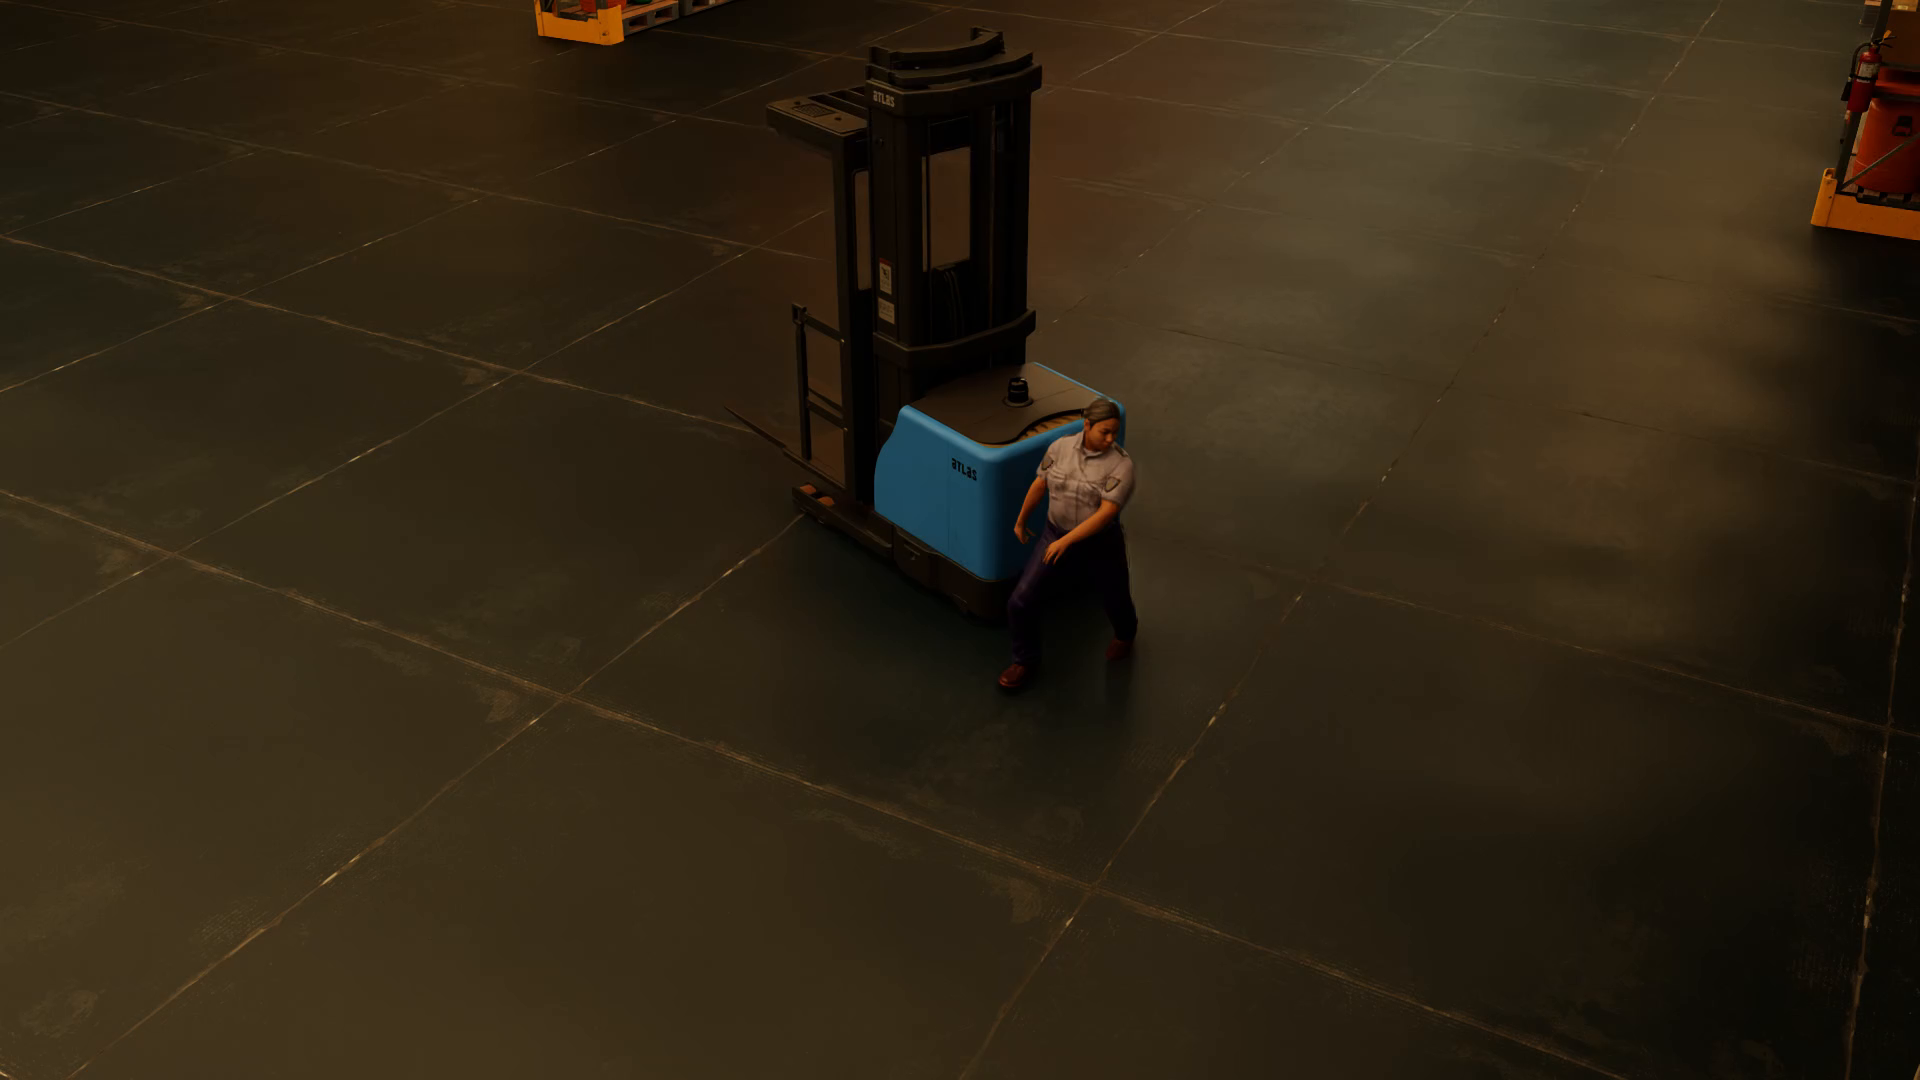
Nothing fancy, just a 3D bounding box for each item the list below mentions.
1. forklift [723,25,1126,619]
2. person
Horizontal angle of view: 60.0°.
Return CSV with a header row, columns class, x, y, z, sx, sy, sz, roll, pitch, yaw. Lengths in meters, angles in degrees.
class,x,y,z,sx,sy,sz,roll,pitch,yaw
forklift,-0.382,-1.507,9.682,1.130,2.935,3.031,-22,37,-33
person,0.565,0.001,8.464,0.657,1.561,0.791,11,32,19
